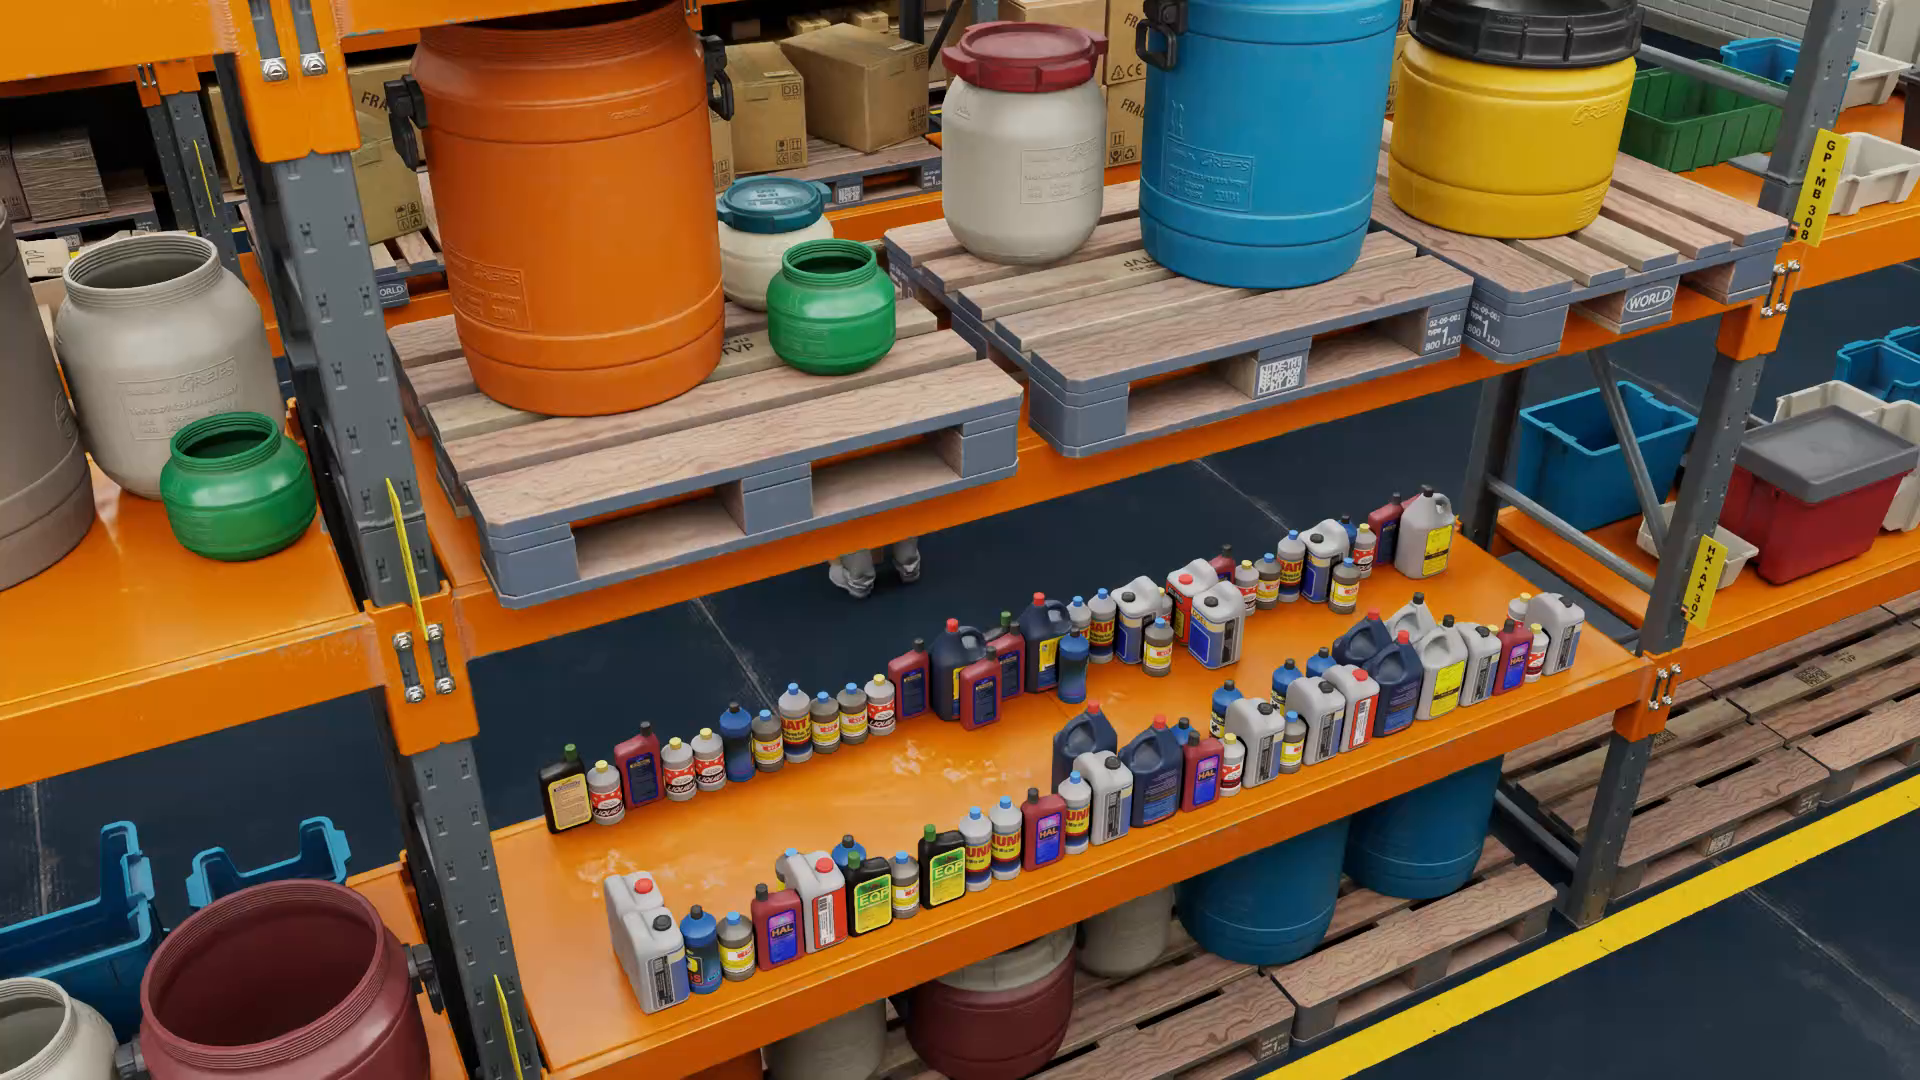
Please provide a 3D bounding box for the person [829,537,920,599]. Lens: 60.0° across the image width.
[{"bbox_3d":[-0.441,-0.529,7.935,0.590,1.770,0.465,-18,37,-26],"label":"person"}]
